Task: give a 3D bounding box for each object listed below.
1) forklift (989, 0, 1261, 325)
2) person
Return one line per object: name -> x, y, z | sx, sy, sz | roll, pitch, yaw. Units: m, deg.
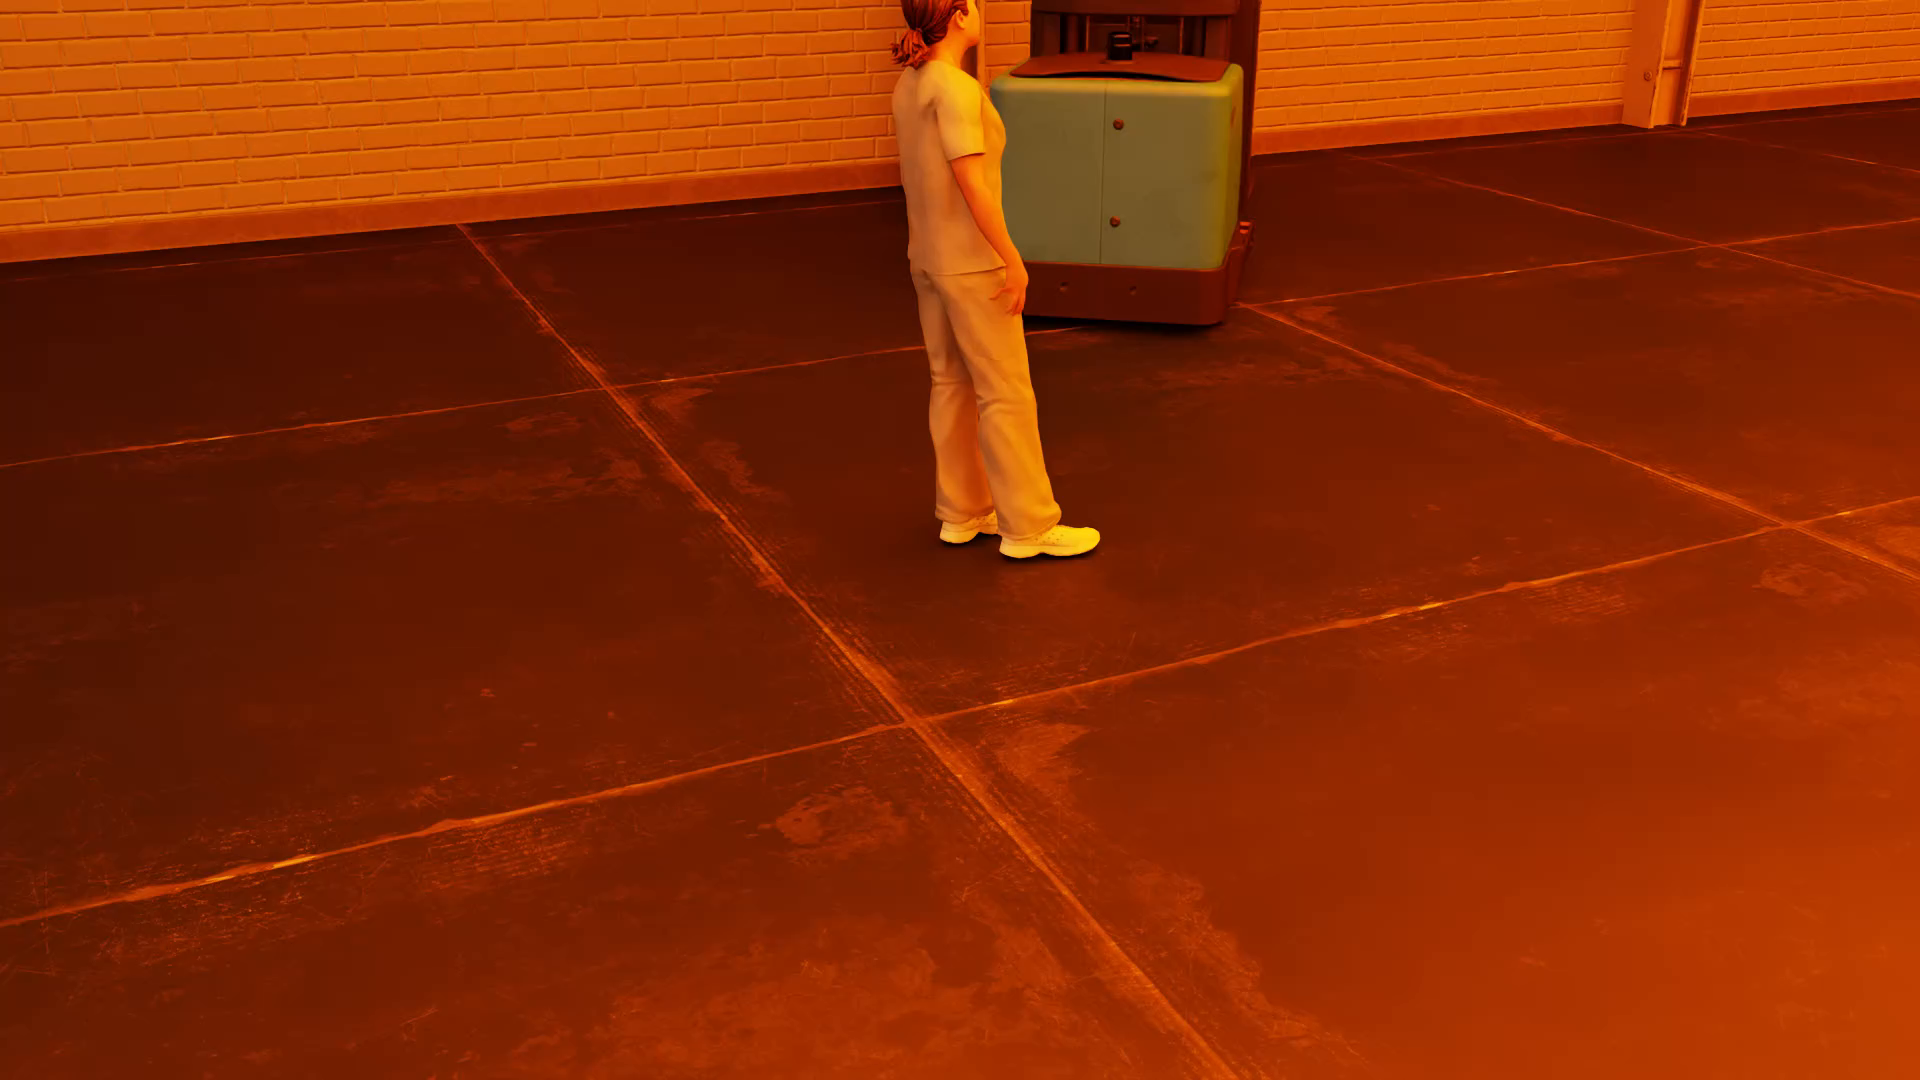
forklift -> 0.933, -2.810, 8.051 | 1.130, 2.935, 3.031 | 5, 23, 12
person -> 0.072, -0.783, 4.802 | 0.549, 1.664, 0.550 | -10, 25, -23
